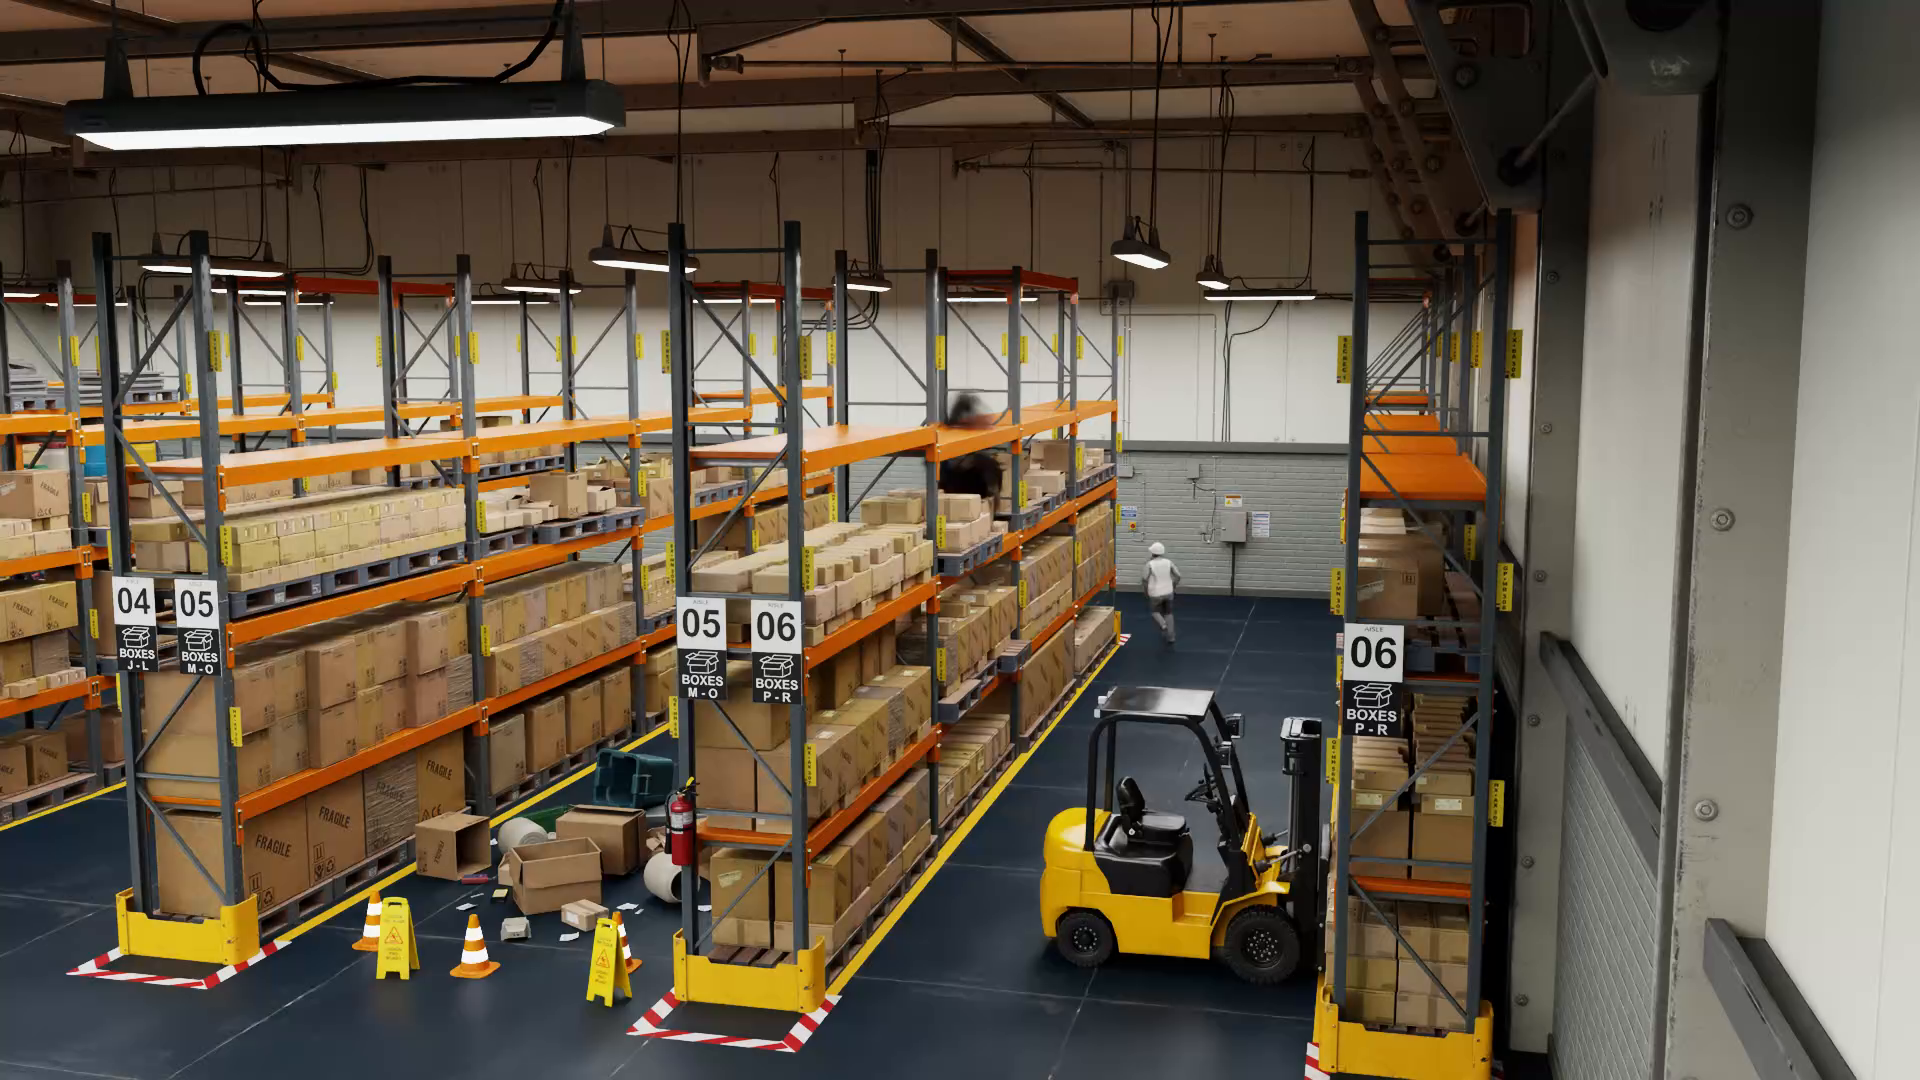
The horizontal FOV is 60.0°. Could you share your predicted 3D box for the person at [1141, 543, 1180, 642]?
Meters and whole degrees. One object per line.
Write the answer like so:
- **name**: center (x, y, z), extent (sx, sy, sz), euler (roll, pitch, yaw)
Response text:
- **person**: center (3.372, 0.896, 28.210), extent (0.713, 1.717, 0.525), euler (-1, 7, -10)
